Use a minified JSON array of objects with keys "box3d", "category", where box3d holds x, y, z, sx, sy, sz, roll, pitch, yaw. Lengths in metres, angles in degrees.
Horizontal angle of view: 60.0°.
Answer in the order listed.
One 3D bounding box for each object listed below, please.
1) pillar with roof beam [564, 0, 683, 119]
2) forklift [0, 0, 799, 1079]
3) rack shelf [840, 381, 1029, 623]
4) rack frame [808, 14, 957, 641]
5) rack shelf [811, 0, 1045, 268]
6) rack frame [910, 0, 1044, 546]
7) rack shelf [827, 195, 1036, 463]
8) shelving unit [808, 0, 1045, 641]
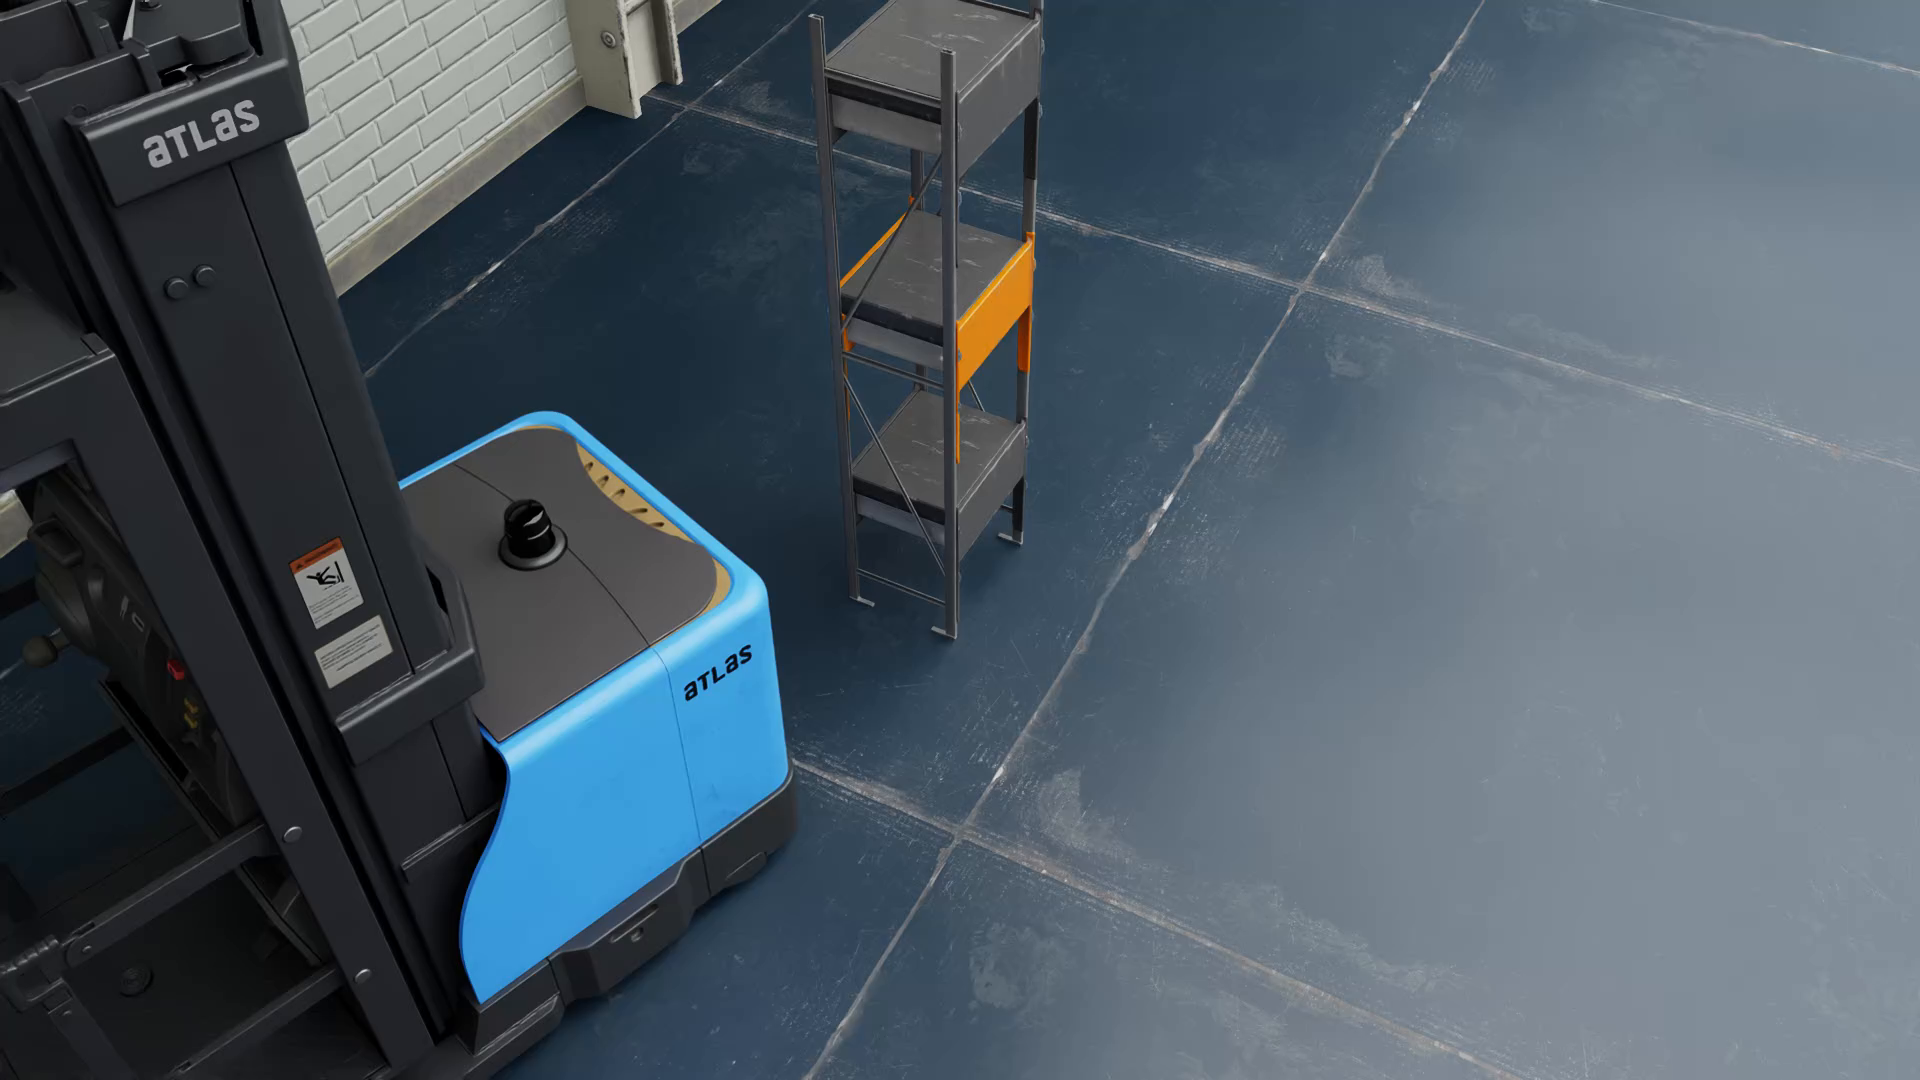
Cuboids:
[{"box3d":[2.271,-3.858,3.236,9.100,9.000,0.400,20,49,19],"category":"pillar with roof beam"},{"box3d":[-1.882,0.311,3.382,3.031,2.935,1.130,-34,54,-29],"category":"forklift"},{"box3d":[-0.077,-0.132,5.408,0.431,0.518,0.480,20,49,19],"category":"rack shelf"},{"box3d":[-0.190,-0.480,4.748,0.400,2.100,0.015,20,49,19],"category":"rack frame"},{"box3d":[-0.077,-1.116,4.412,0.431,0.518,0.480,20,49,19],"category":"rack shelf"},{"box3d":[0.036,-0.788,5.052,0.400,2.100,0.015,20,49,19],"category":"rack frame"},{"box3d":[-0.077,-0.624,4.910,0.431,0.518,0.480,20,49,19],"category":"rack shelf"},{"box3d":[-0.077,-0.634,4.900,0.431,2.100,0.503,20,49,19],"category":"shelving unit"}]
